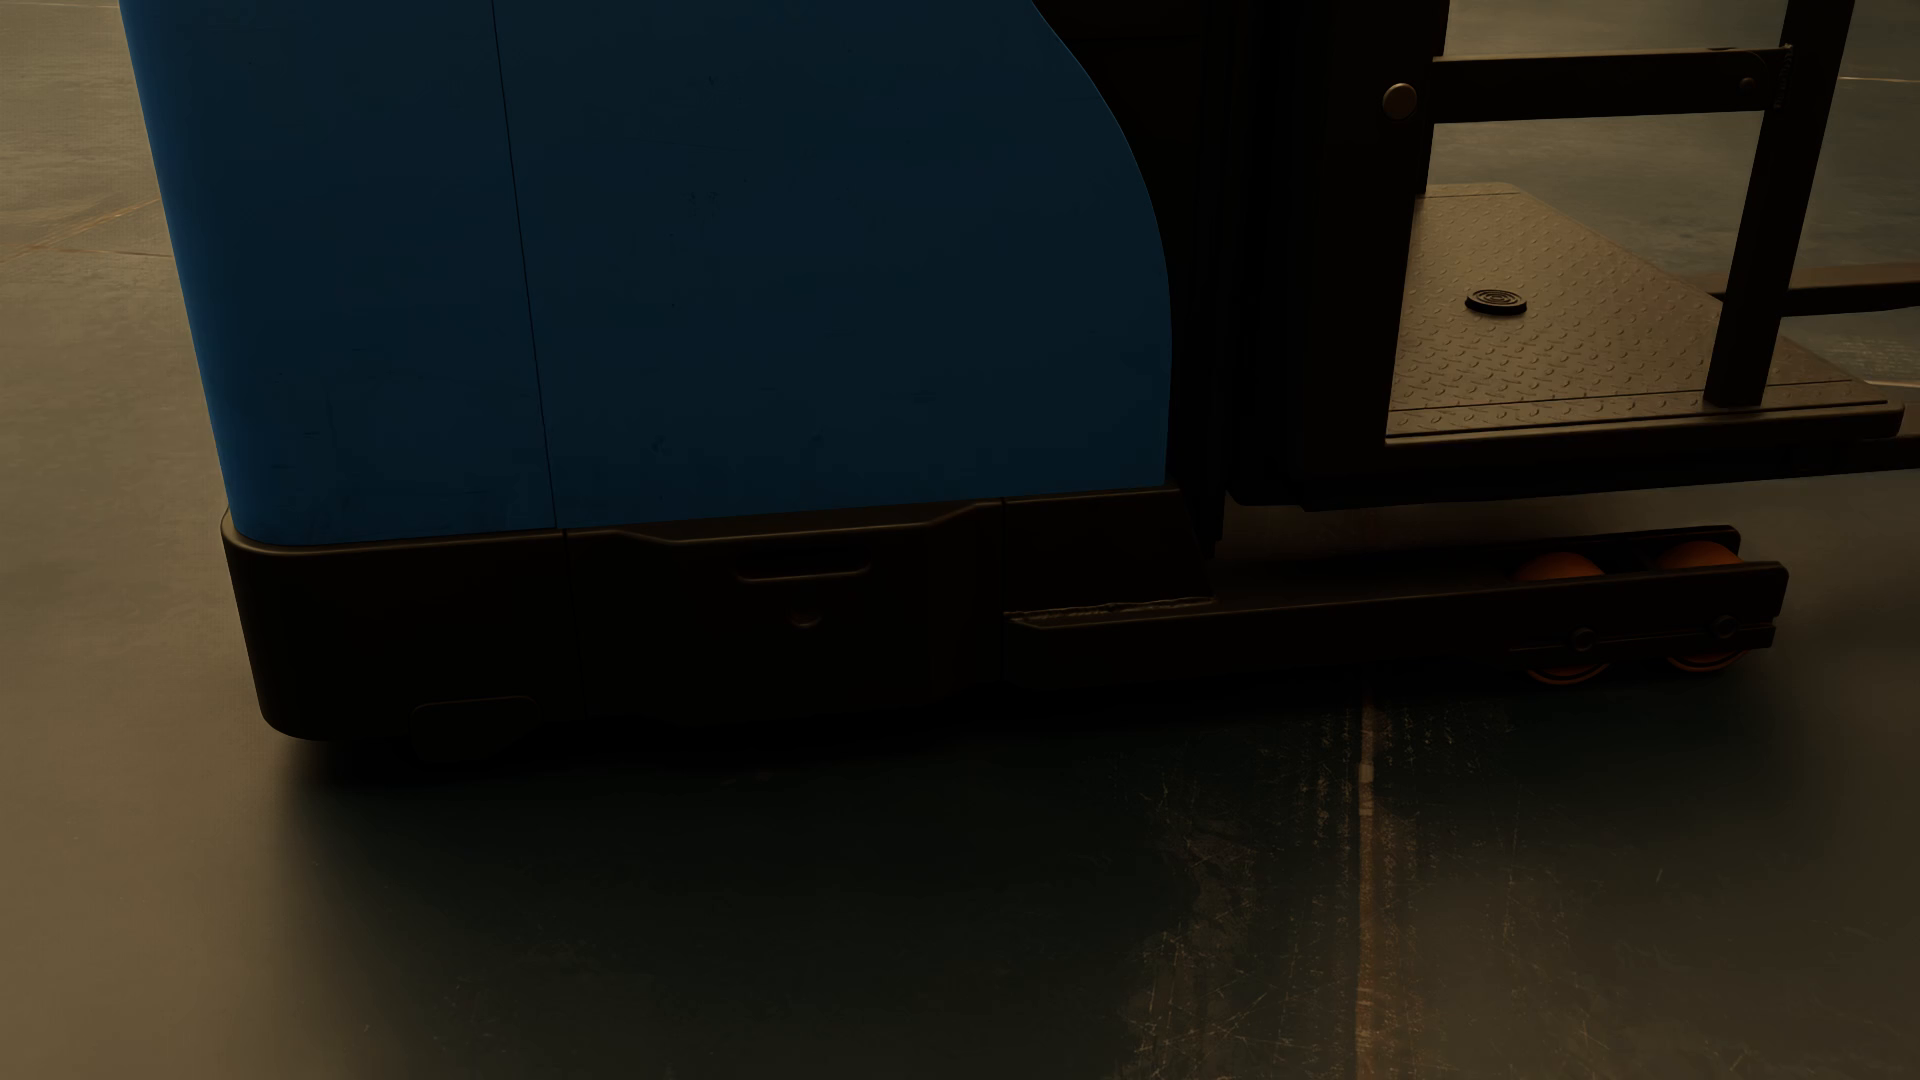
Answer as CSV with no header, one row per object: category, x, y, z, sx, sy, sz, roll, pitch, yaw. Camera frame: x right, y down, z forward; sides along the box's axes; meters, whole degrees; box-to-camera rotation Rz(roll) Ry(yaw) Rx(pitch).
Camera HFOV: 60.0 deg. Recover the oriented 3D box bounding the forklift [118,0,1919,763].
forklift,0.600,-1.354,1.930,3.031,2.935,1.130,-4,27,-9
